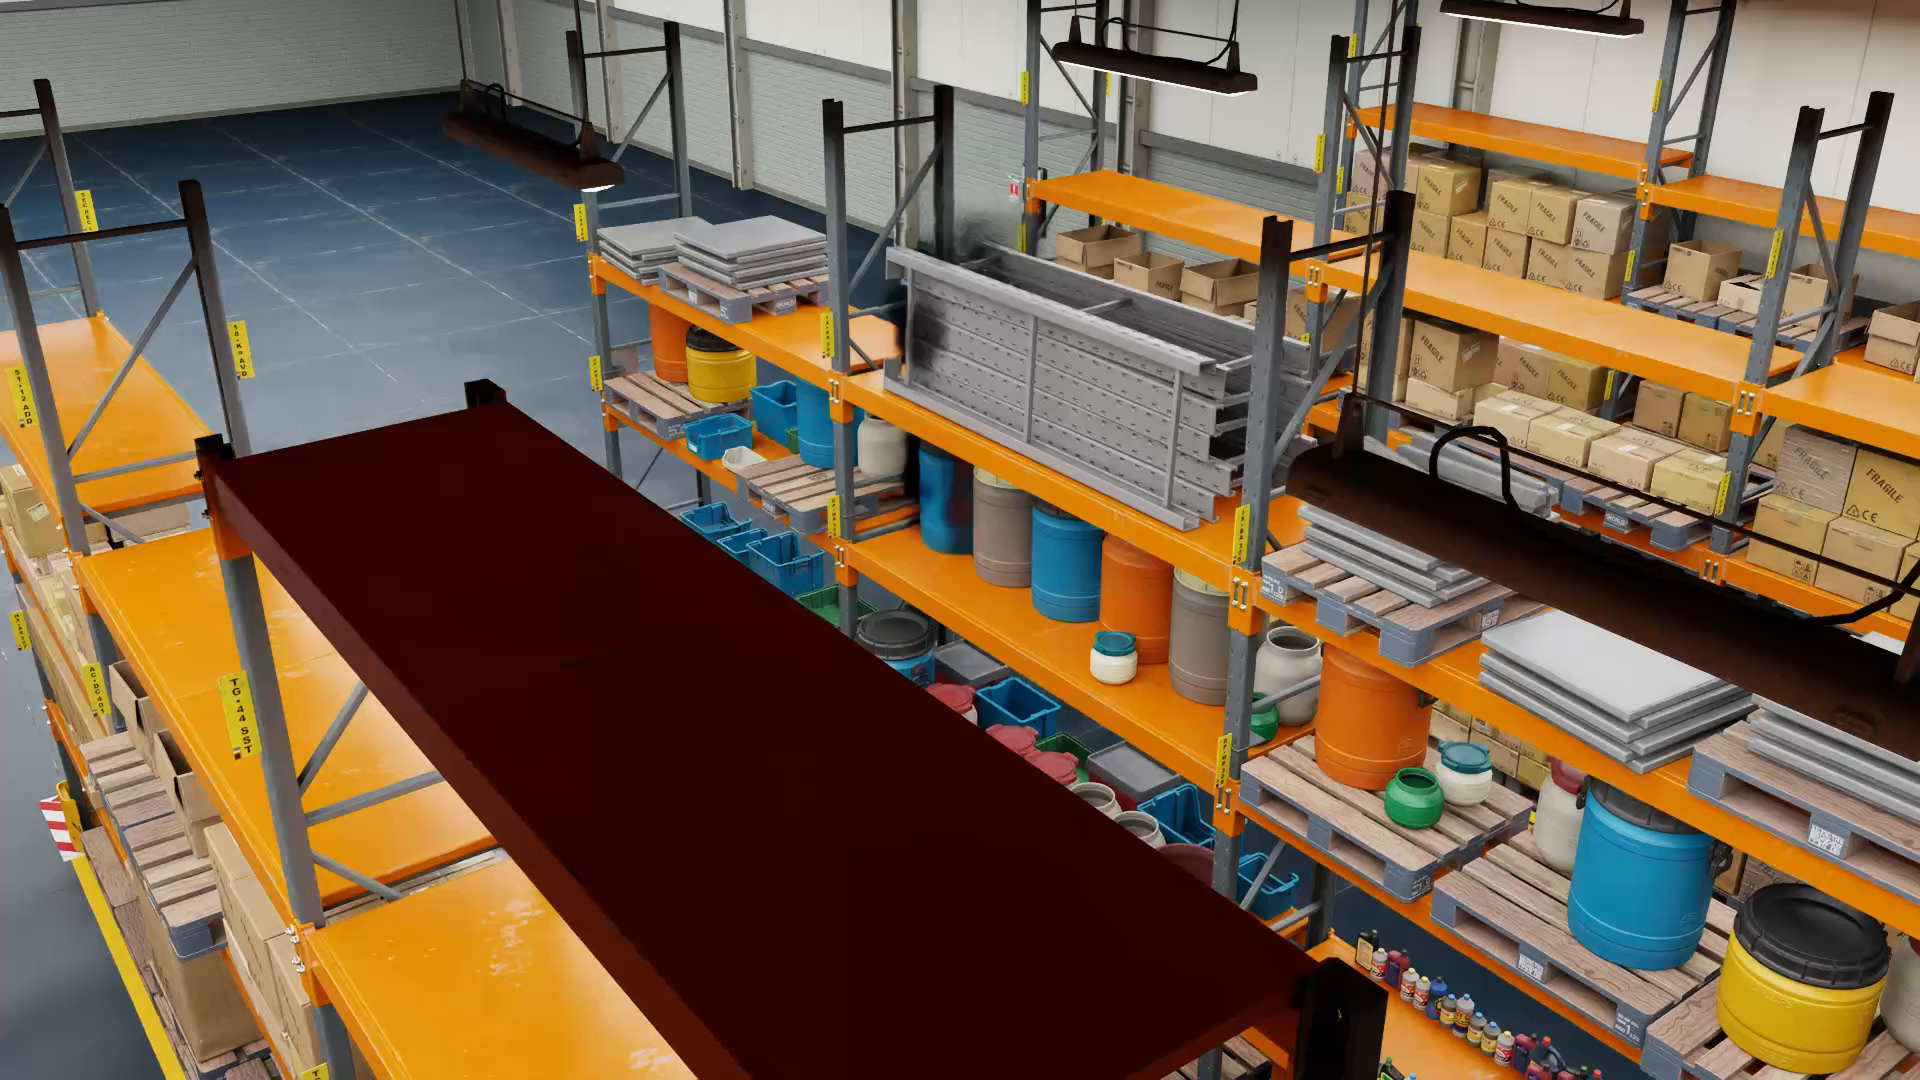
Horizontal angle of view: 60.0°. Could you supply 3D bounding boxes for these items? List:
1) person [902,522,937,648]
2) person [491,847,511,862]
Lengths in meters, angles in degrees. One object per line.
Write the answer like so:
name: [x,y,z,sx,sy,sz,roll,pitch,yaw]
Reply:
person: [-0.317,0.415,15.557,0.512,1.547,0.491,-22,33,-39]
person: [-3.009,2.744,11.071,0.580,1.655,0.701,-21,32,-37]
